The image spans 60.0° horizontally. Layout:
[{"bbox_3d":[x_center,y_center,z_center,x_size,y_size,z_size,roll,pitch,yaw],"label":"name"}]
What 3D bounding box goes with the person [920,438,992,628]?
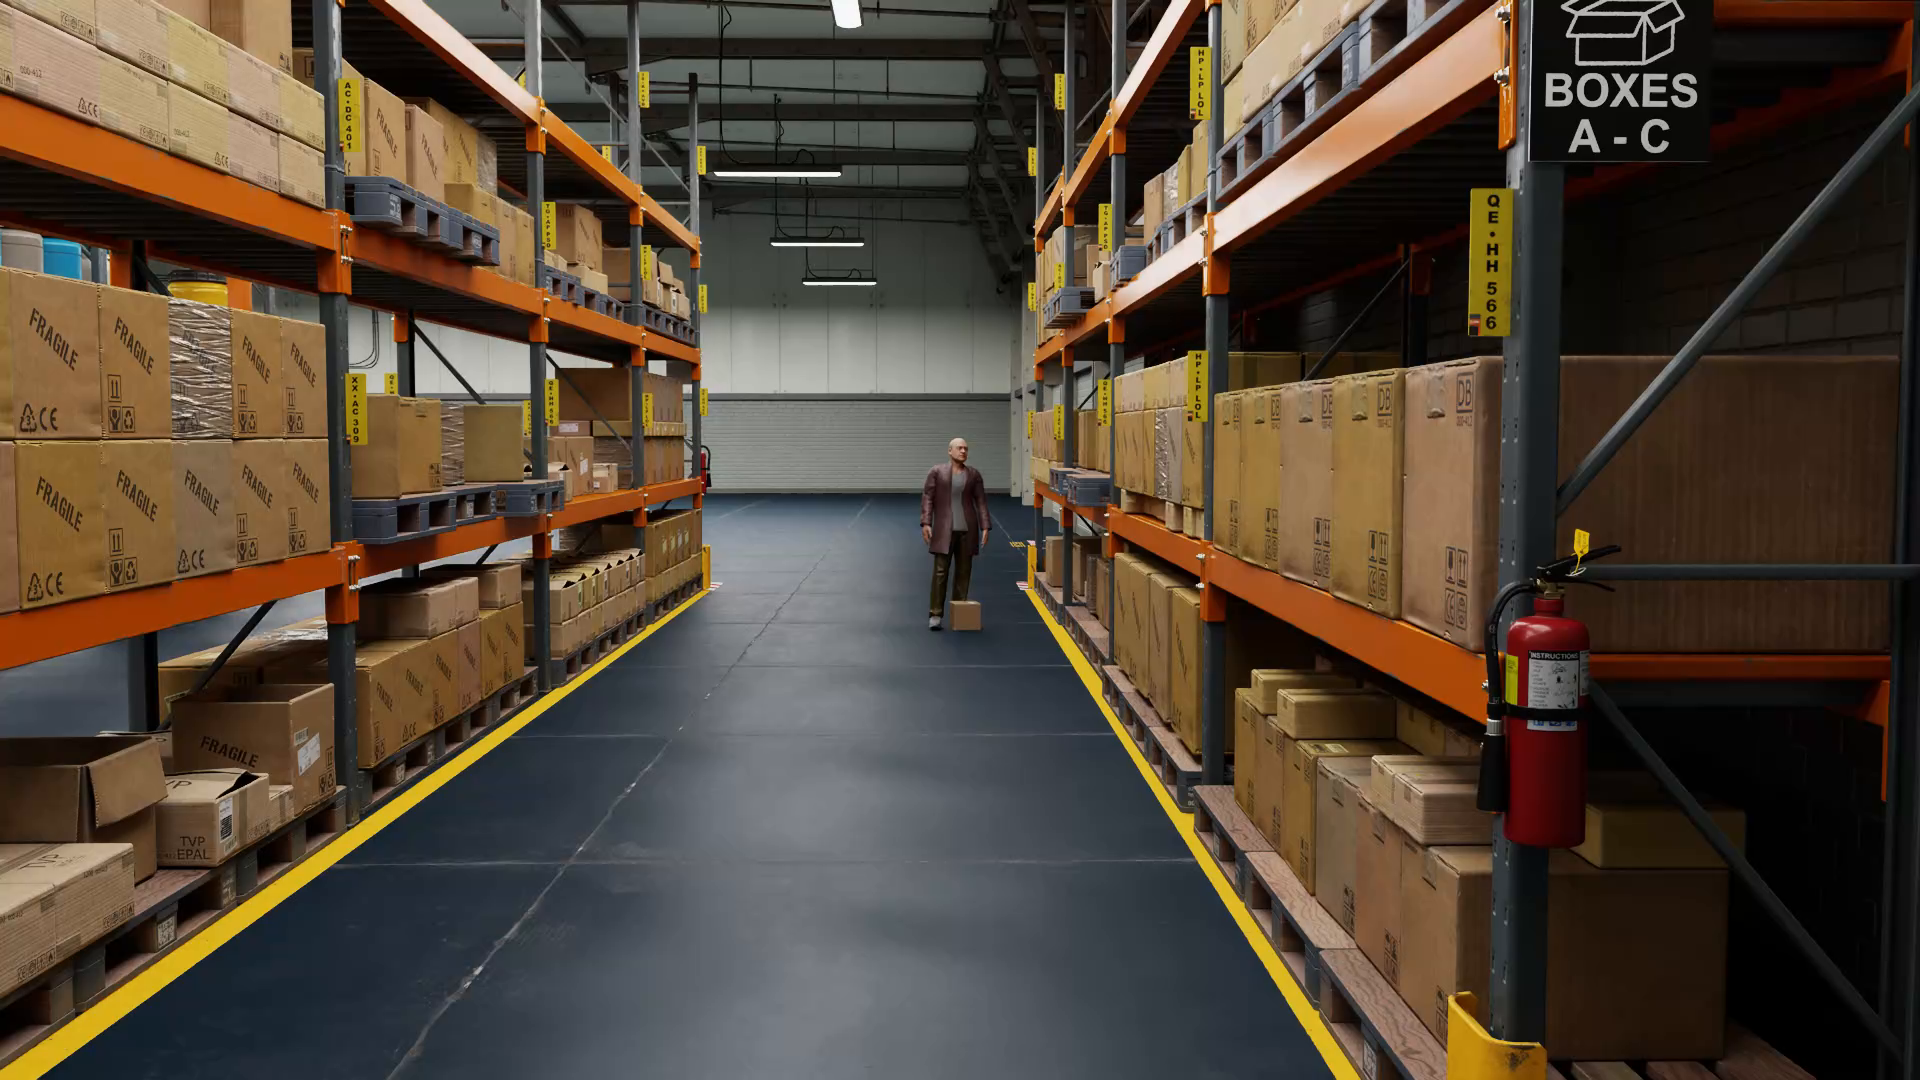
[{"bbox_3d":[-0.019,-0.073,15.695,0.698,1.778,0.579,-1,4,-13],"label":"person"}]
